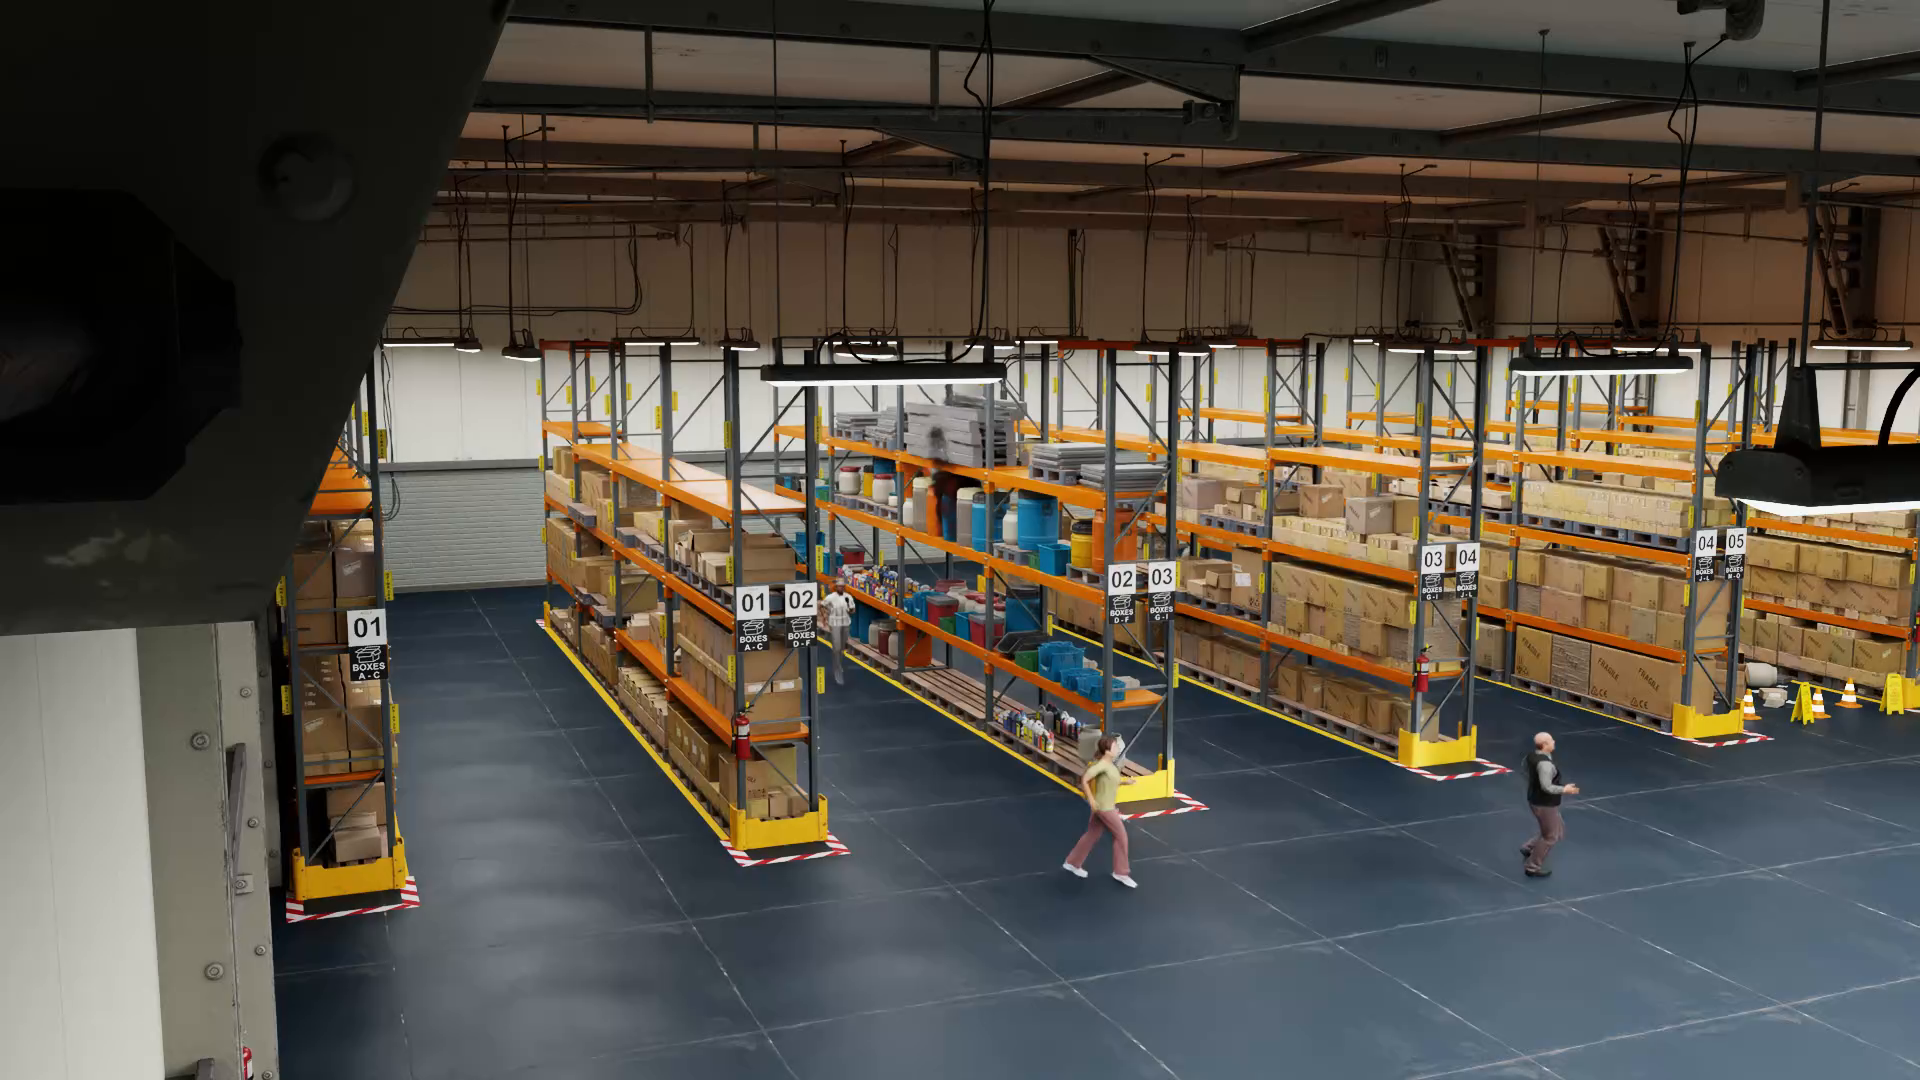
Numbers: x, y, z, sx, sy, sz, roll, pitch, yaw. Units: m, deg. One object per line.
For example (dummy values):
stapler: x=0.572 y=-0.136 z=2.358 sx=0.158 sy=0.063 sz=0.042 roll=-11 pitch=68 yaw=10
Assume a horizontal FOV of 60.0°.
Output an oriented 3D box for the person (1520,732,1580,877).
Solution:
person: x=6.756 y=3.021 z=19.053 sx=0.578 sy=1.676 sz=0.649 roll=1 pitch=7 yaw=6

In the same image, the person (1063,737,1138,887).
person: x=1.587 y=3.059 z=18.777 sx=0.844 sy=1.715 sz=0.546 roll=1 pitch=7 yaw=4

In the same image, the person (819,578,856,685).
person: x=-2.055 y=1.528 z=28.413 sx=0.549 sy=1.803 sz=0.734 roll=-4 pitch=8 yaw=-26

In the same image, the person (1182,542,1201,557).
person: x=5.898 y=0.051 z=41.921 sx=0.520 sy=1.718 sz=0.948 roll=3 pitch=8 yaw=19
